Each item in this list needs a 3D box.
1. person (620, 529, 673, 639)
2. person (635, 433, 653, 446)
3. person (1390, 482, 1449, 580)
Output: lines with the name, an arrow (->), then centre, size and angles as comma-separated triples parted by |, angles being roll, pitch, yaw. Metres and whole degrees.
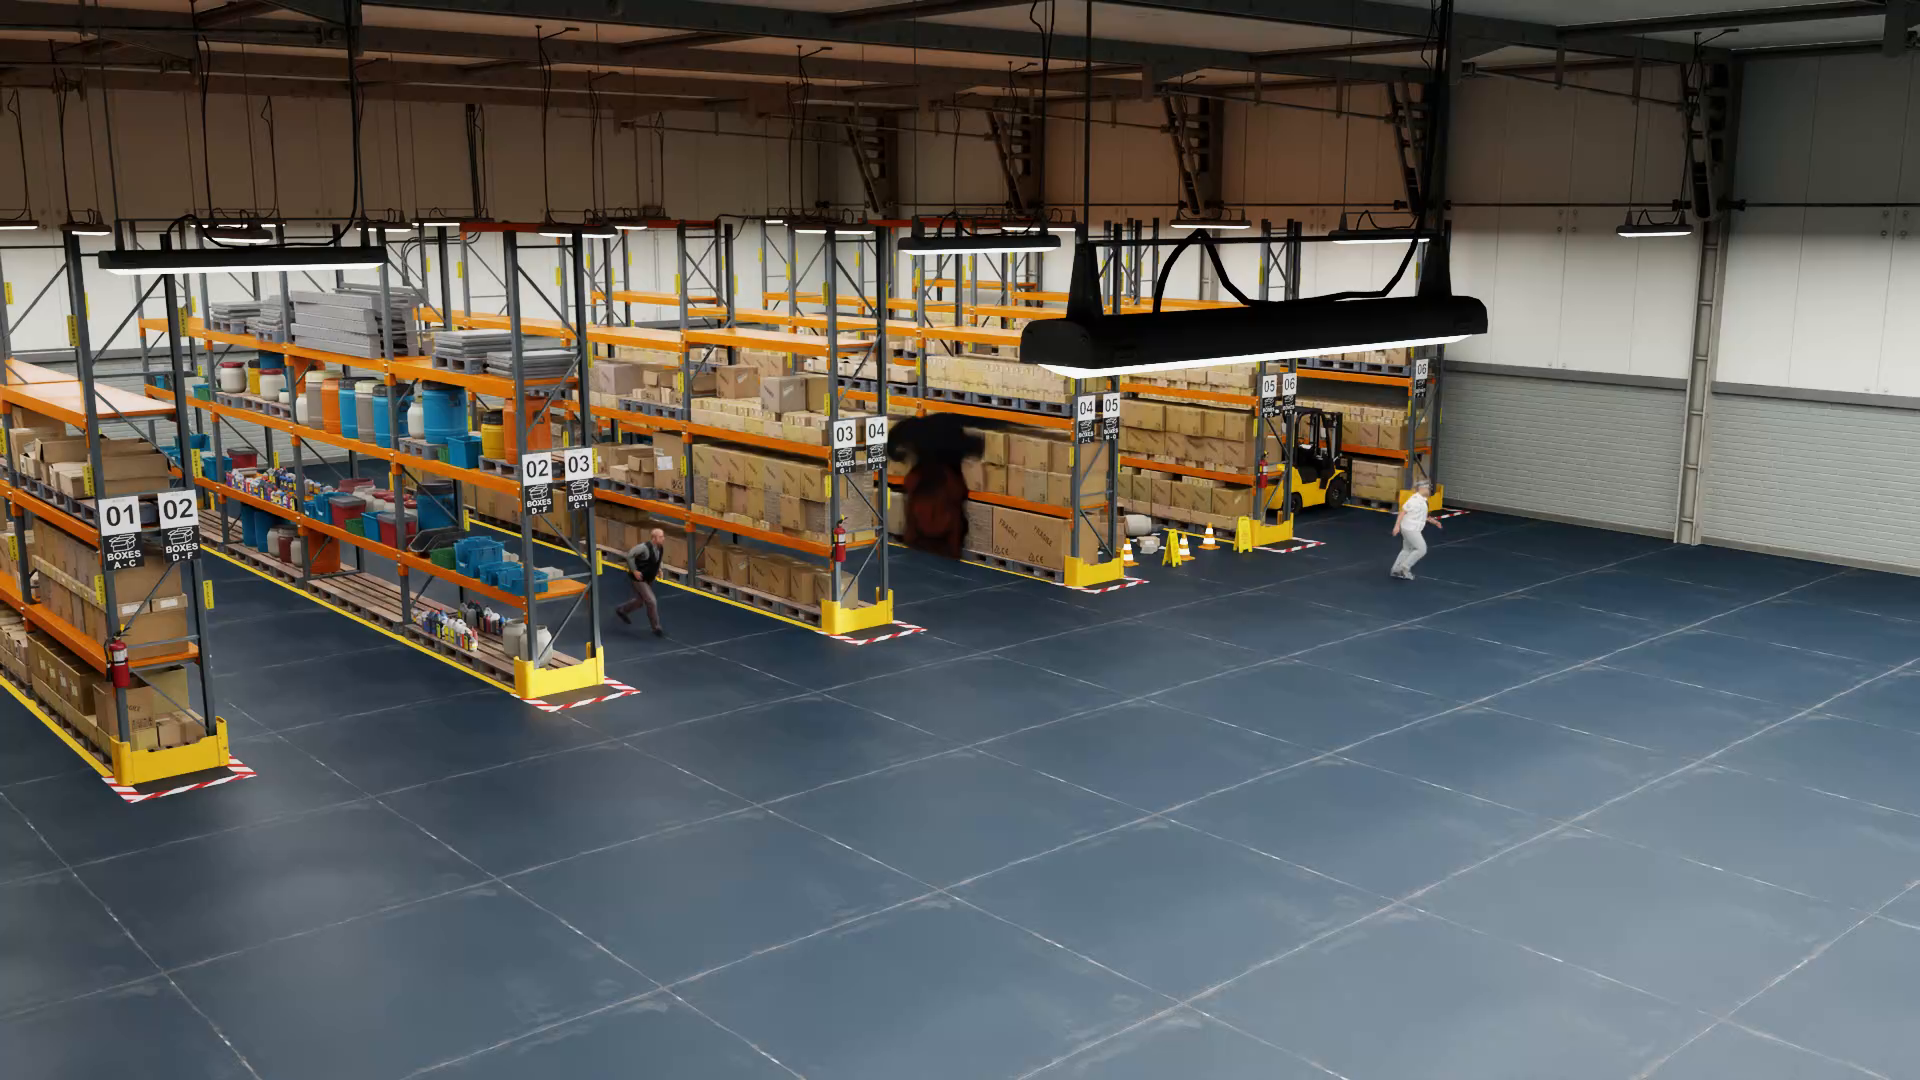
person -> -4.723, 0.626, 24.707 | 0.963, 1.679, 0.677 | 8, 14, 33
person -> -8.168, -2.970, 42.636 | 0.530, 1.557, 0.595 | 7, 13, 30
person -> 7.850, -0.167, 28.380 | 0.908, 1.674, 0.656 | 5, 12, 21
